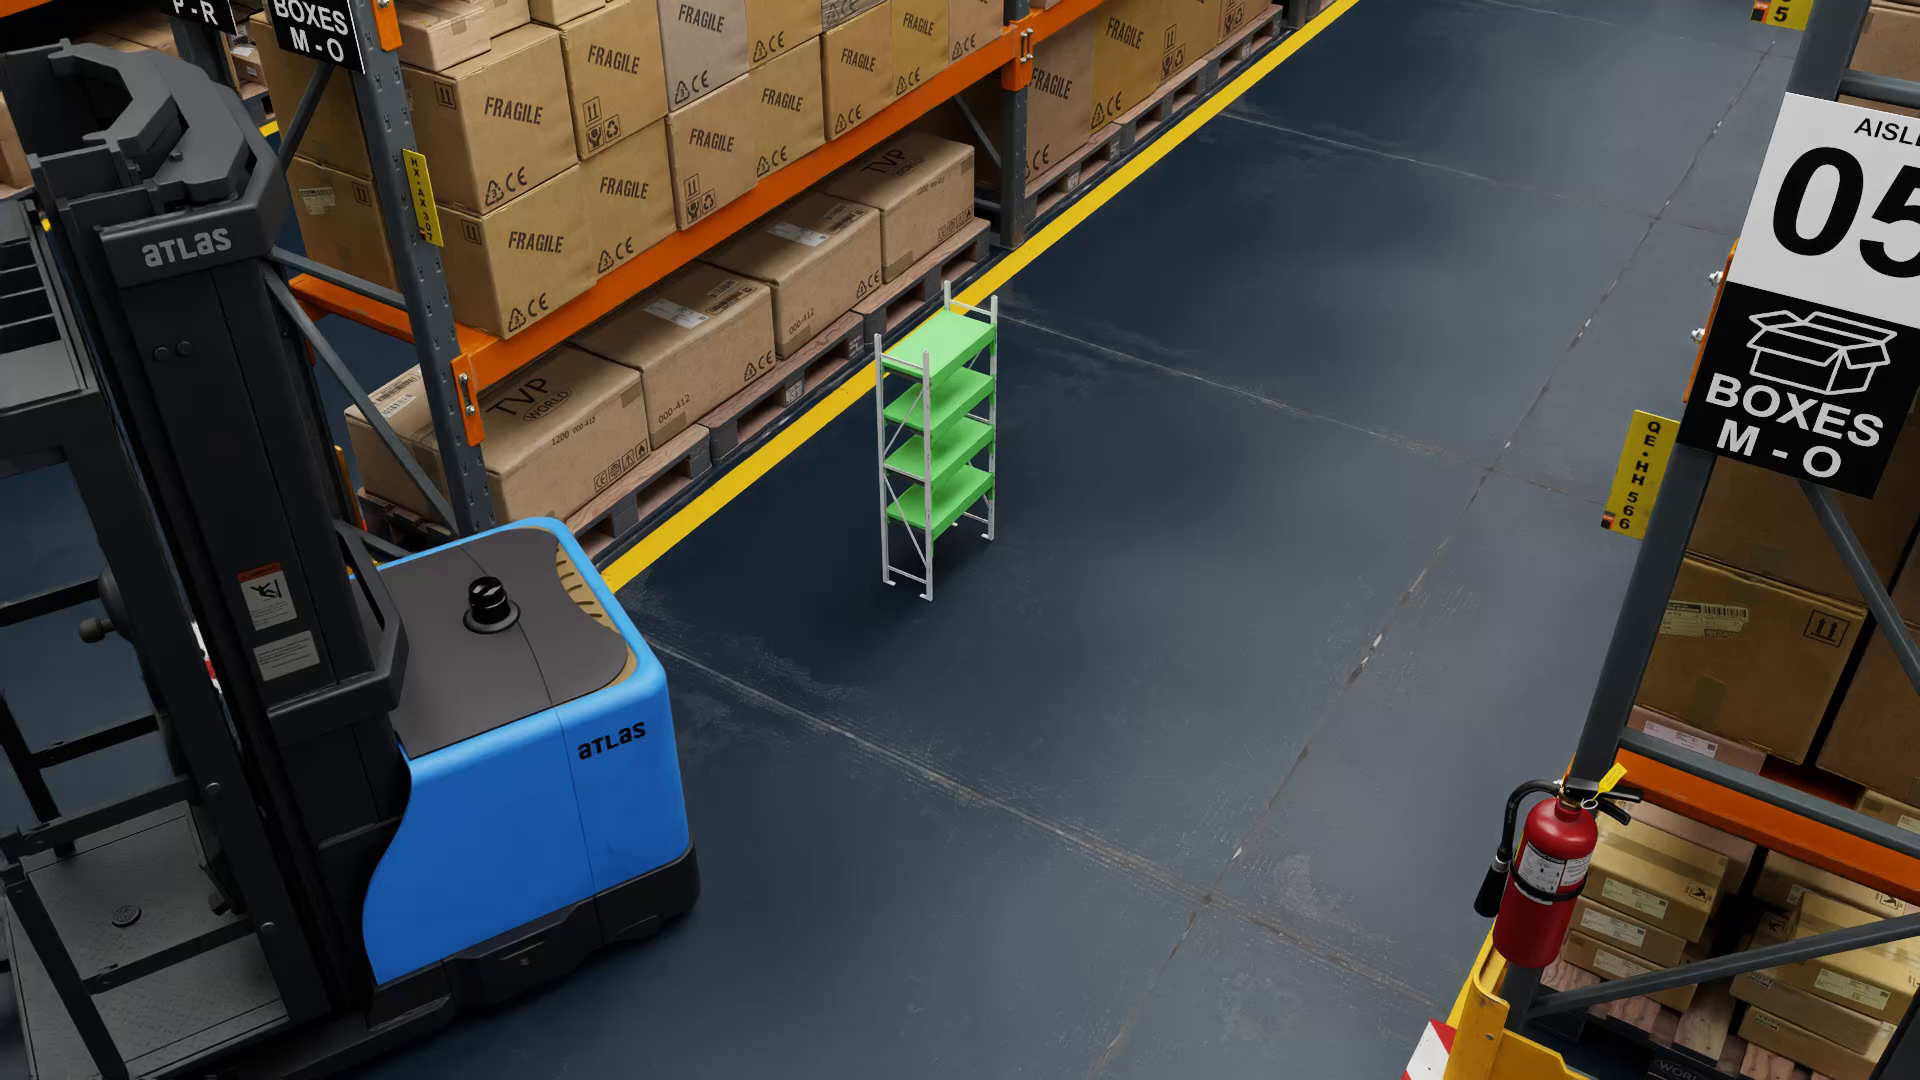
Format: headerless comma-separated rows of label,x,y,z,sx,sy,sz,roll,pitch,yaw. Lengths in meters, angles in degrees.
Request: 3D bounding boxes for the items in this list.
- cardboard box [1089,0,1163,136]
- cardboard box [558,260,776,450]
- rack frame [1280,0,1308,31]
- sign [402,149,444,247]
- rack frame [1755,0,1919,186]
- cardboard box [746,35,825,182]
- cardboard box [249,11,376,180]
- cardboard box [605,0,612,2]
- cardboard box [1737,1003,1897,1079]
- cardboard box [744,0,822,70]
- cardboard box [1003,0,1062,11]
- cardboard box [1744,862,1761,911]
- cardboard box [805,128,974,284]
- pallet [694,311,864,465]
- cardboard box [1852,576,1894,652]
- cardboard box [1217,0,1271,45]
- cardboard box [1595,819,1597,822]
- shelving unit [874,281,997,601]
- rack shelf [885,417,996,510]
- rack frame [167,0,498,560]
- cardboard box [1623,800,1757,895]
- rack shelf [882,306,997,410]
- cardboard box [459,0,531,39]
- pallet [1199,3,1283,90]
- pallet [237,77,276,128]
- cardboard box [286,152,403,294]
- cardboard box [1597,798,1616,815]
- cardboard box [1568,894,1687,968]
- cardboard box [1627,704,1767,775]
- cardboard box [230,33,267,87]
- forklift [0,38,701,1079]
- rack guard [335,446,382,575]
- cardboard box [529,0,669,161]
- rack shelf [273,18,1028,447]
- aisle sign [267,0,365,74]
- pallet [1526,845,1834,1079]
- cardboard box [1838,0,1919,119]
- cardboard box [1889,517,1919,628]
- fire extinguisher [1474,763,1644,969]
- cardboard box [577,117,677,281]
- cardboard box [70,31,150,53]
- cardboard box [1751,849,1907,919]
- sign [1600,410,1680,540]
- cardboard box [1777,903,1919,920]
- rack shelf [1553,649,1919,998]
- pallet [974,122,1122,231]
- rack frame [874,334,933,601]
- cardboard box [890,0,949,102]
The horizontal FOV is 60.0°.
cardboard box,0.651,-3.137,10.258,0.875,0.875,0.875,22,43,26
cardboard box,-1.482,-0.935,7.760,0.875,0.438,0.875,22,43,26
rack frame,2.052,-5.060,11.357,1.000,3.000,0.127,21,42,25
sign,-1.769,-1.125,5.479,0.100,0.325,0.005,21,42,25
rack frame,1.999,-1.744,2.142,1.000,3.000,0.127,21,42,25
cardboard box,-0.945,-1.919,7.200,0.500,0.500,0.500,23,43,27
cardboard box,-2.177,-1.698,6.094,0.500,0.500,0.500,23,43,27
cardboard box,-1.368,-2.117,6.107,0.380,0.149,0.250,20,42,24
cardboard box,2.550,1.429,4.931,0.380,0.149,0.250,22,43,26
cardboard box,-0.930,-2.319,6.901,0.500,0.500,0.500,21,42,25
cardboard box,0.367,-3.079,8.910,0.500,0.250,0.500,20,42,24
cardboard box,2.749,1.137,5.310,0.380,0.149,0.250,22,43,26
cardboard box,-0.518,-1.861,8.961,0.875,0.438,0.875,21,42,24
pallet,-1.218,-0.895,8.239,1.003,0.211,1.213,21,42,25
cardboard box,2.738,0.049,4.404,0.500,0.500,0.500,21,42,25
cardboard box,1.611,-4.056,11.450,0.875,0.875,0.875,21,42,25
cardboard box,2.158,1.089,5.372,0.380,0.149,0.250,23,43,26
shelving unit,-0.089,-0.390,6.773,0.258,1.200,0.503,21,42,25
rack shelf,-0.089,-0.339,6.812,0.258,0.148,0.480,21,42,25
rack frame,-2.234,-0.936,6.007,1.000,3.000,0.127,21,42,25
cardboard box,2.252,0.892,5.140,0.380,0.149,0.250,22,43,26
rack shelf,-0.089,-0.719,6.519,0.258,0.148,0.480,21,42,25
cardboard box,-1.730,-1.879,5.798,0.380,0.149,0.250,22,43,26
pallet,1.566,-3.574,11.713,1.003,0.211,1.213,21,42,25
pallet,-4.653,-3.161,11.178,1.003,0.211,1.213,21,42,25
cardboard box,-2.199,-1.310,6.411,0.500,0.500,0.500,21,42,25
cardboard box,2.318,0.842,5.448,0.380,0.149,0.250,19,42,23
cardboard box,2.041,1.111,5.099,0.380,0.149,0.250,20,42,24
cardboard box,1.935,0.470,4.389,0.380,0.149,0.250,21,42,25
cardboard box,-4.526,-3.136,10.756,0.396,0.266,0.258,23,43,27
forklift,-2.402,0.301,4.459,3.031,2.935,1.130,-20,42,-24
rack guard,-2.247,0.067,6.754,1.175,0.500,0.348,21,42,25
cardboard box,-1.466,-1.794,6.220,0.500,0.500,0.500,20,42,24
rack shelf,-1.163,-1.682,7.564,1.077,0.370,4.000,21,42,25
aisle sign,-2.028,-1.833,5.042,0.394,0.787,0.004,21,42,25
pallet,2.505,1.289,5.404,1.003,0.211,1.213,21,42,25
cardboard box,2.031,-1.016,3.367,0.500,0.250,0.500,20,42,24
cardboard box,2.464,-0.067,3.735,0.500,0.500,0.500,21,42,25
fire extinguisher,1.475,0.789,4.139,0.296,0.674,0.183,21,42,25
cardboard box,-1.487,-1.399,6.526,0.500,0.500,0.500,21,42,25
cardboard box,-5.161,-2.686,9.980,0.500,0.500,0.500,22,43,26
cardboard box,2.613,1.018,4.976,0.380,0.149,0.250,22,43,26
sign,1.542,-0.144,3.773,0.100,0.325,0.005,21,42,25
cardboard box,2.691,1.168,5.026,0.380,0.149,0.250,21,42,25
rack shelf,3.071,-0.115,5.531,1.077,0.370,4.000,21,42,25
pallet,0.258,-2.316,10.081,1.003,0.211,1.213,21,42,25
rack frame,-0.219,-0.264,6.610,0.240,1.200,0.015,21,42,25
cardboard box,-0.395,-2.448,7.886,0.500,0.500,0.500,20,42,24
